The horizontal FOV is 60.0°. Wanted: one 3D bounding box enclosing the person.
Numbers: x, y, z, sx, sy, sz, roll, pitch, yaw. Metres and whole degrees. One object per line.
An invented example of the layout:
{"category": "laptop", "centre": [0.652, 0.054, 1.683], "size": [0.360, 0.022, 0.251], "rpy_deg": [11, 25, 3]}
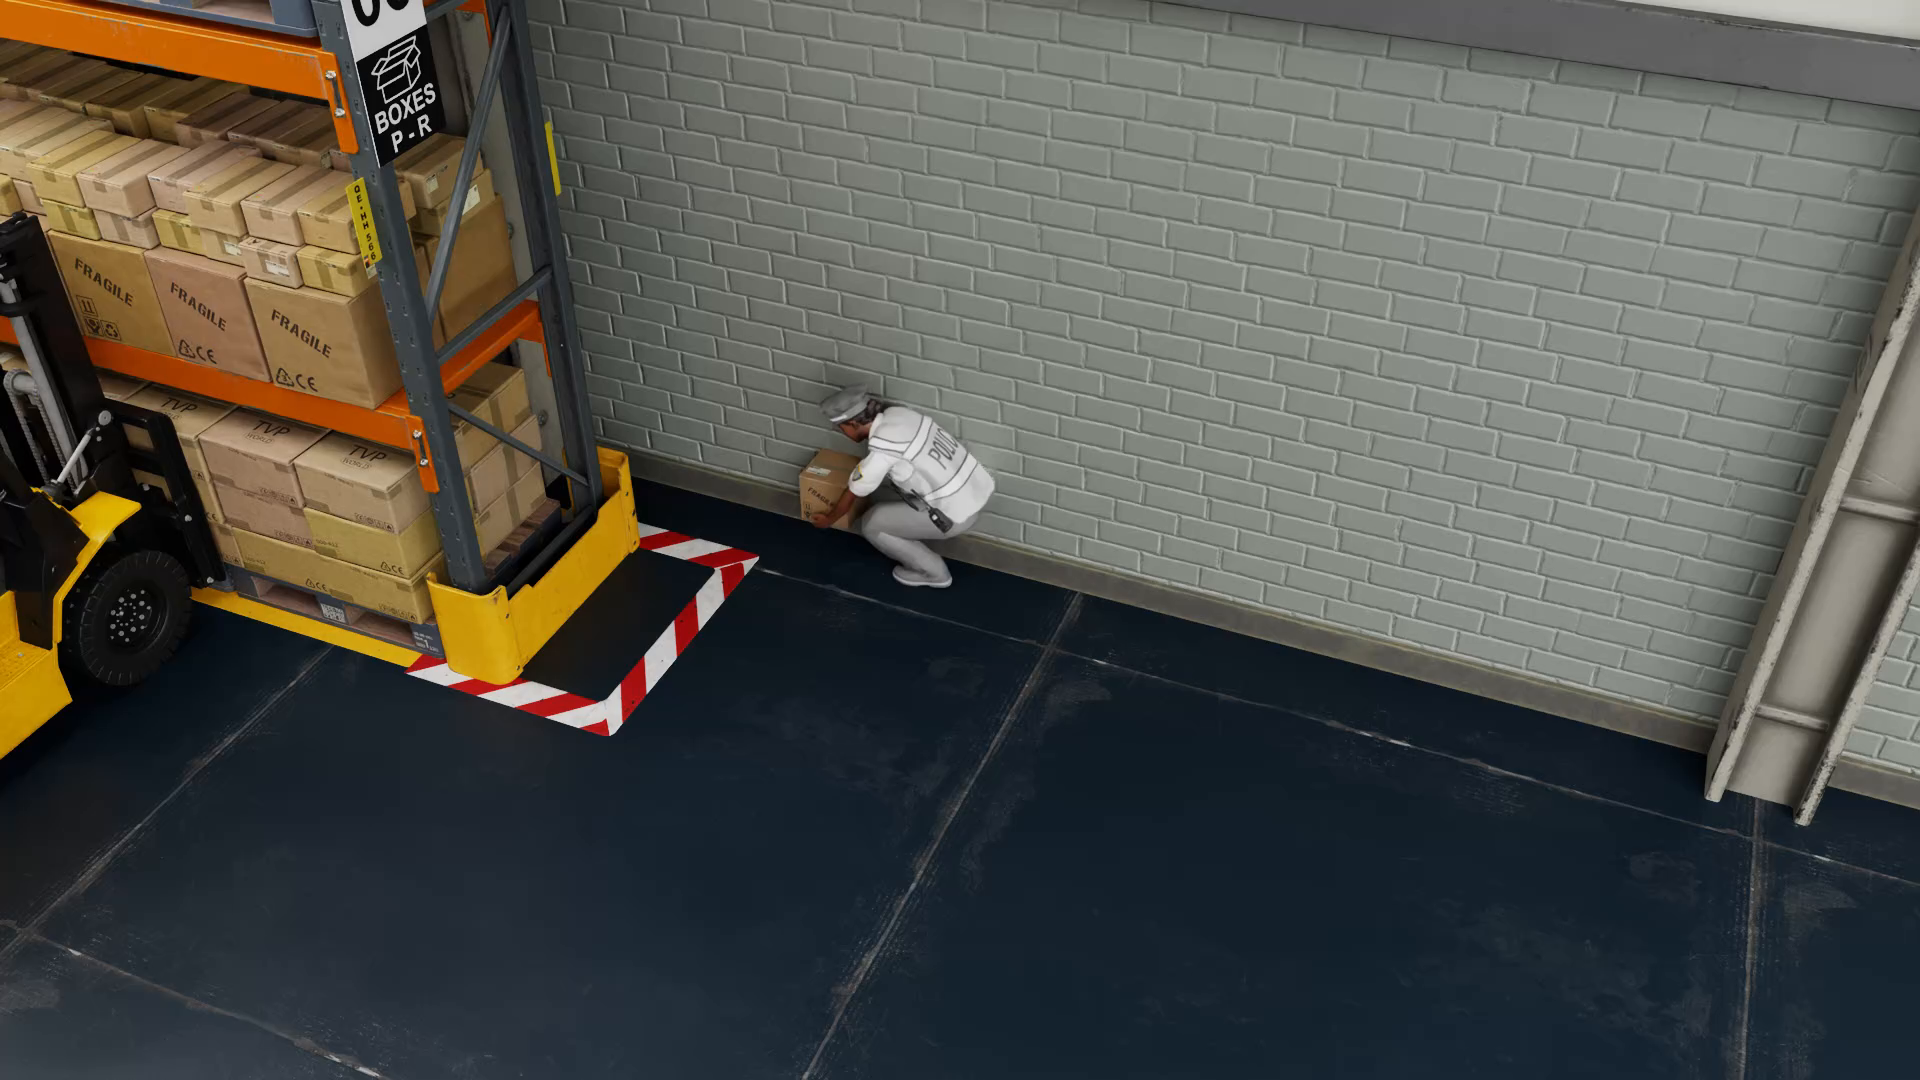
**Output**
{"category": "person", "centre": [-0.272, -0.279, 7.752], "size": [0.861, 0.971, 0.480], "rpy_deg": [14, 40, 18]}
